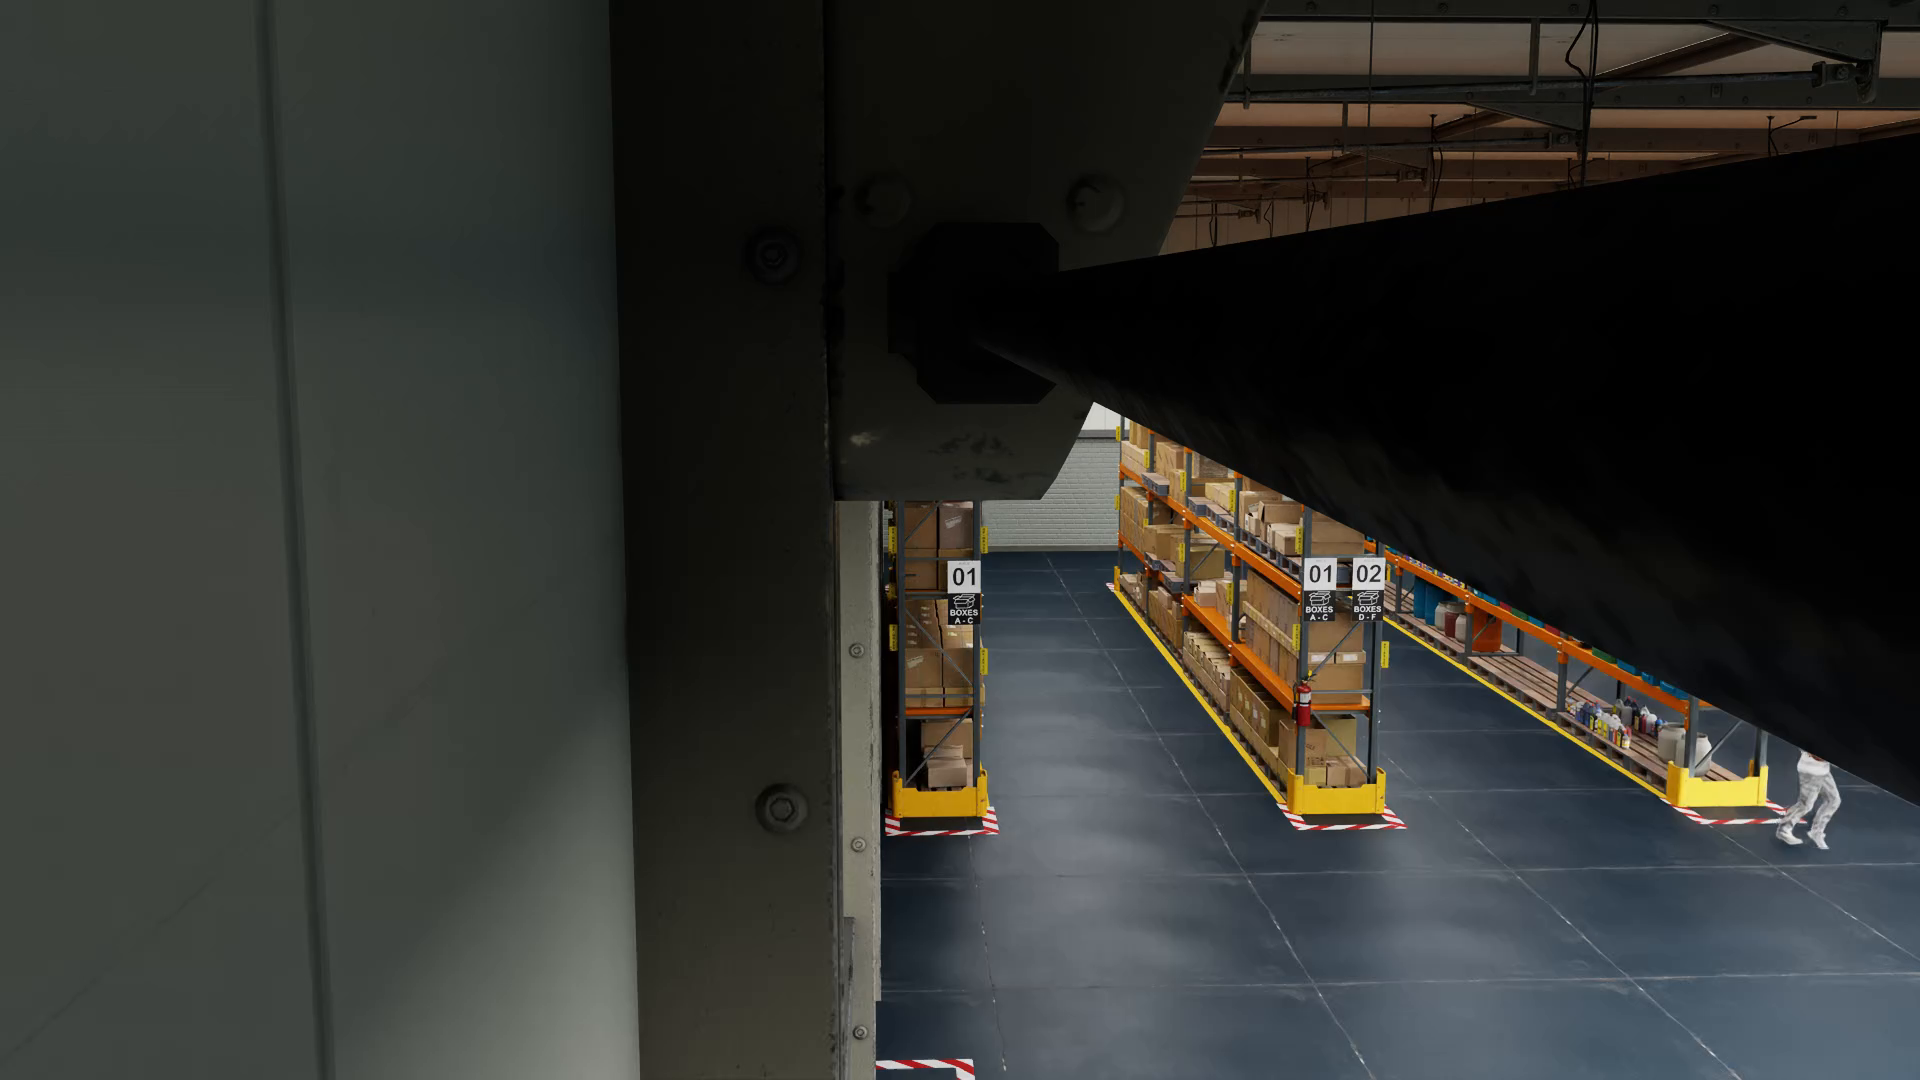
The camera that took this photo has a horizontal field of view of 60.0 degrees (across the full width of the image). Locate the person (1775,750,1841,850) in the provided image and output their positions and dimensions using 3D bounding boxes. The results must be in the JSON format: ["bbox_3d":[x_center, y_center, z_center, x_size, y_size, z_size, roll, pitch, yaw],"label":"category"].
[{"bbox_3d":[9.896,2.719,19.212,0.751,1.852,0.713,6,10,35],"label":"person"}]
